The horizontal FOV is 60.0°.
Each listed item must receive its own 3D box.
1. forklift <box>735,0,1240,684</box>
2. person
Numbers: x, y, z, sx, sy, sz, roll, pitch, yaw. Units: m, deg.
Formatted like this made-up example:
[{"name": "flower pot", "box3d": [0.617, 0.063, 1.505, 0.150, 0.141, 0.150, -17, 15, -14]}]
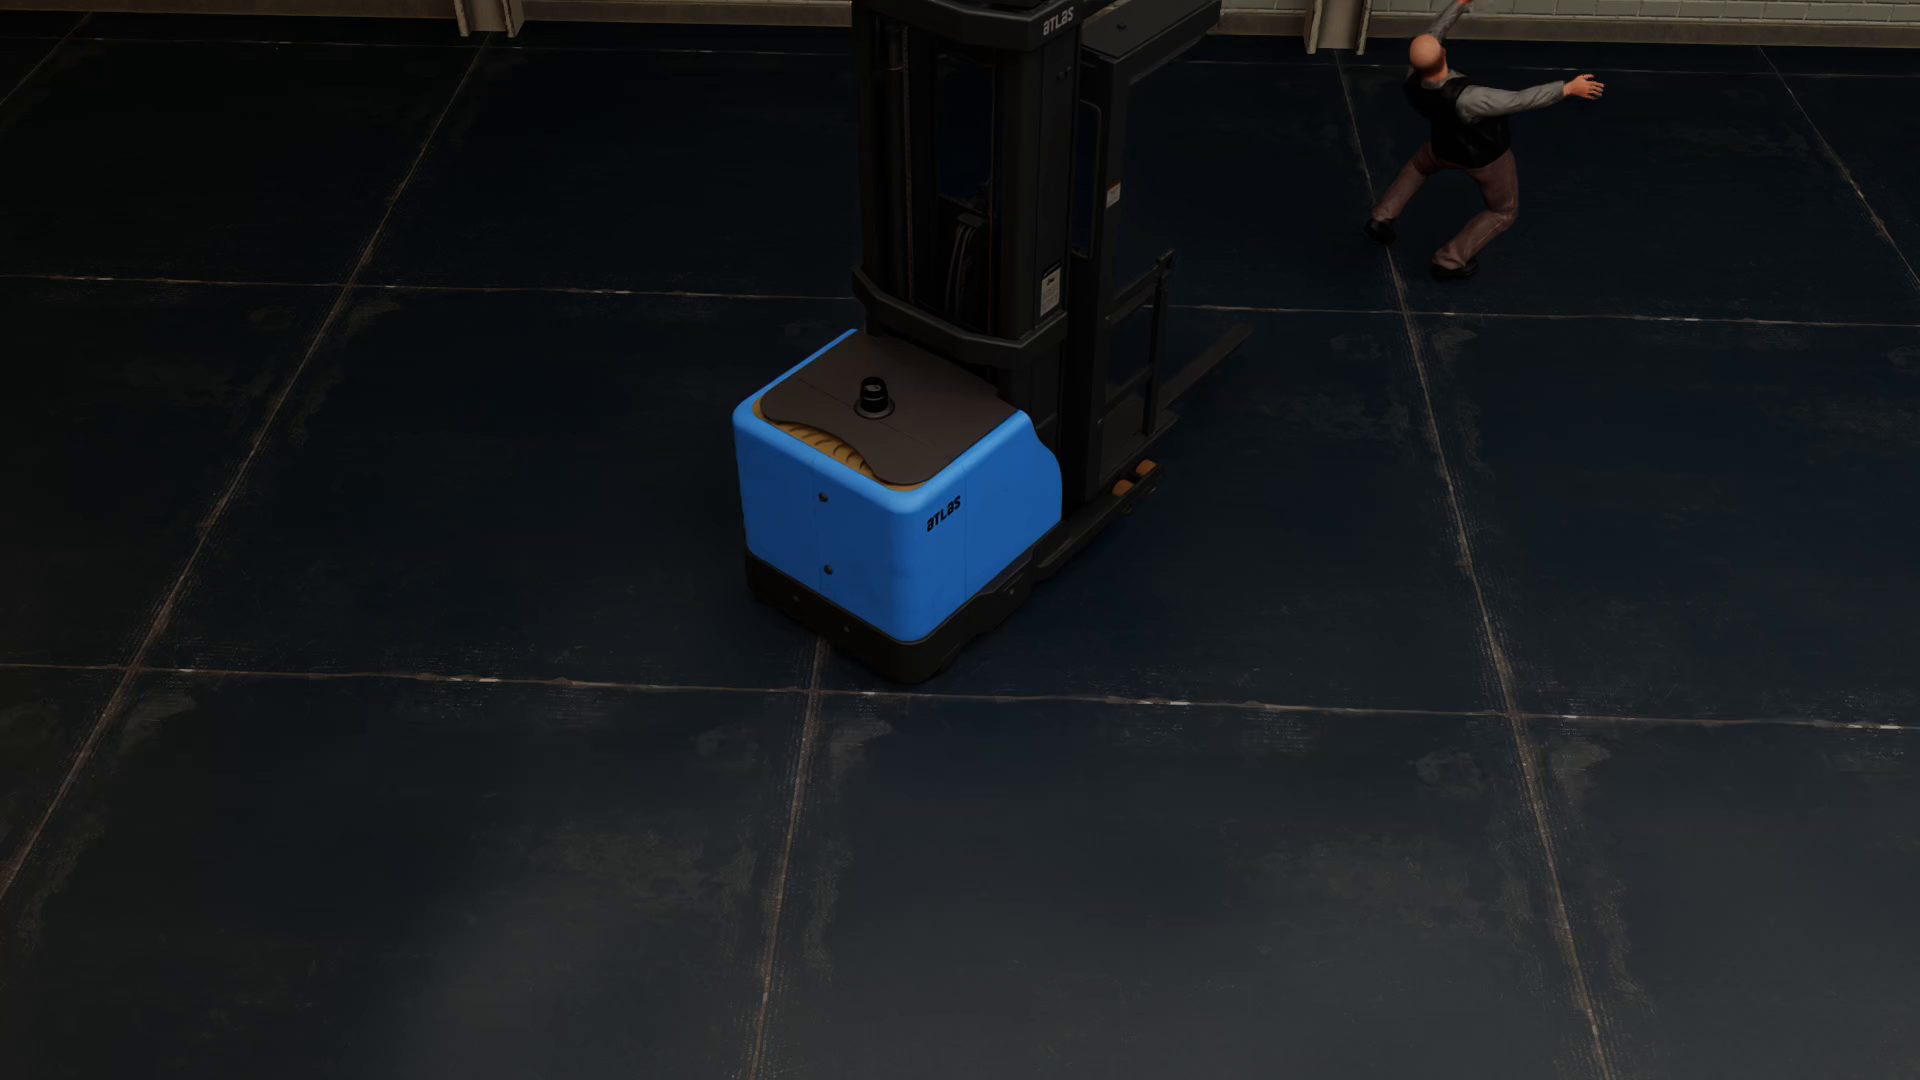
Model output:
[{"name": "forklift", "box3d": [0.326, -1.412, 7.289, 1.130, 2.935, 3.031, 27, 49, 26]}, {"name": "person", "box3d": [2.806, -2.149, 9.067, 0.676, 1.600, 1.011, -31, 51, -29]}]
